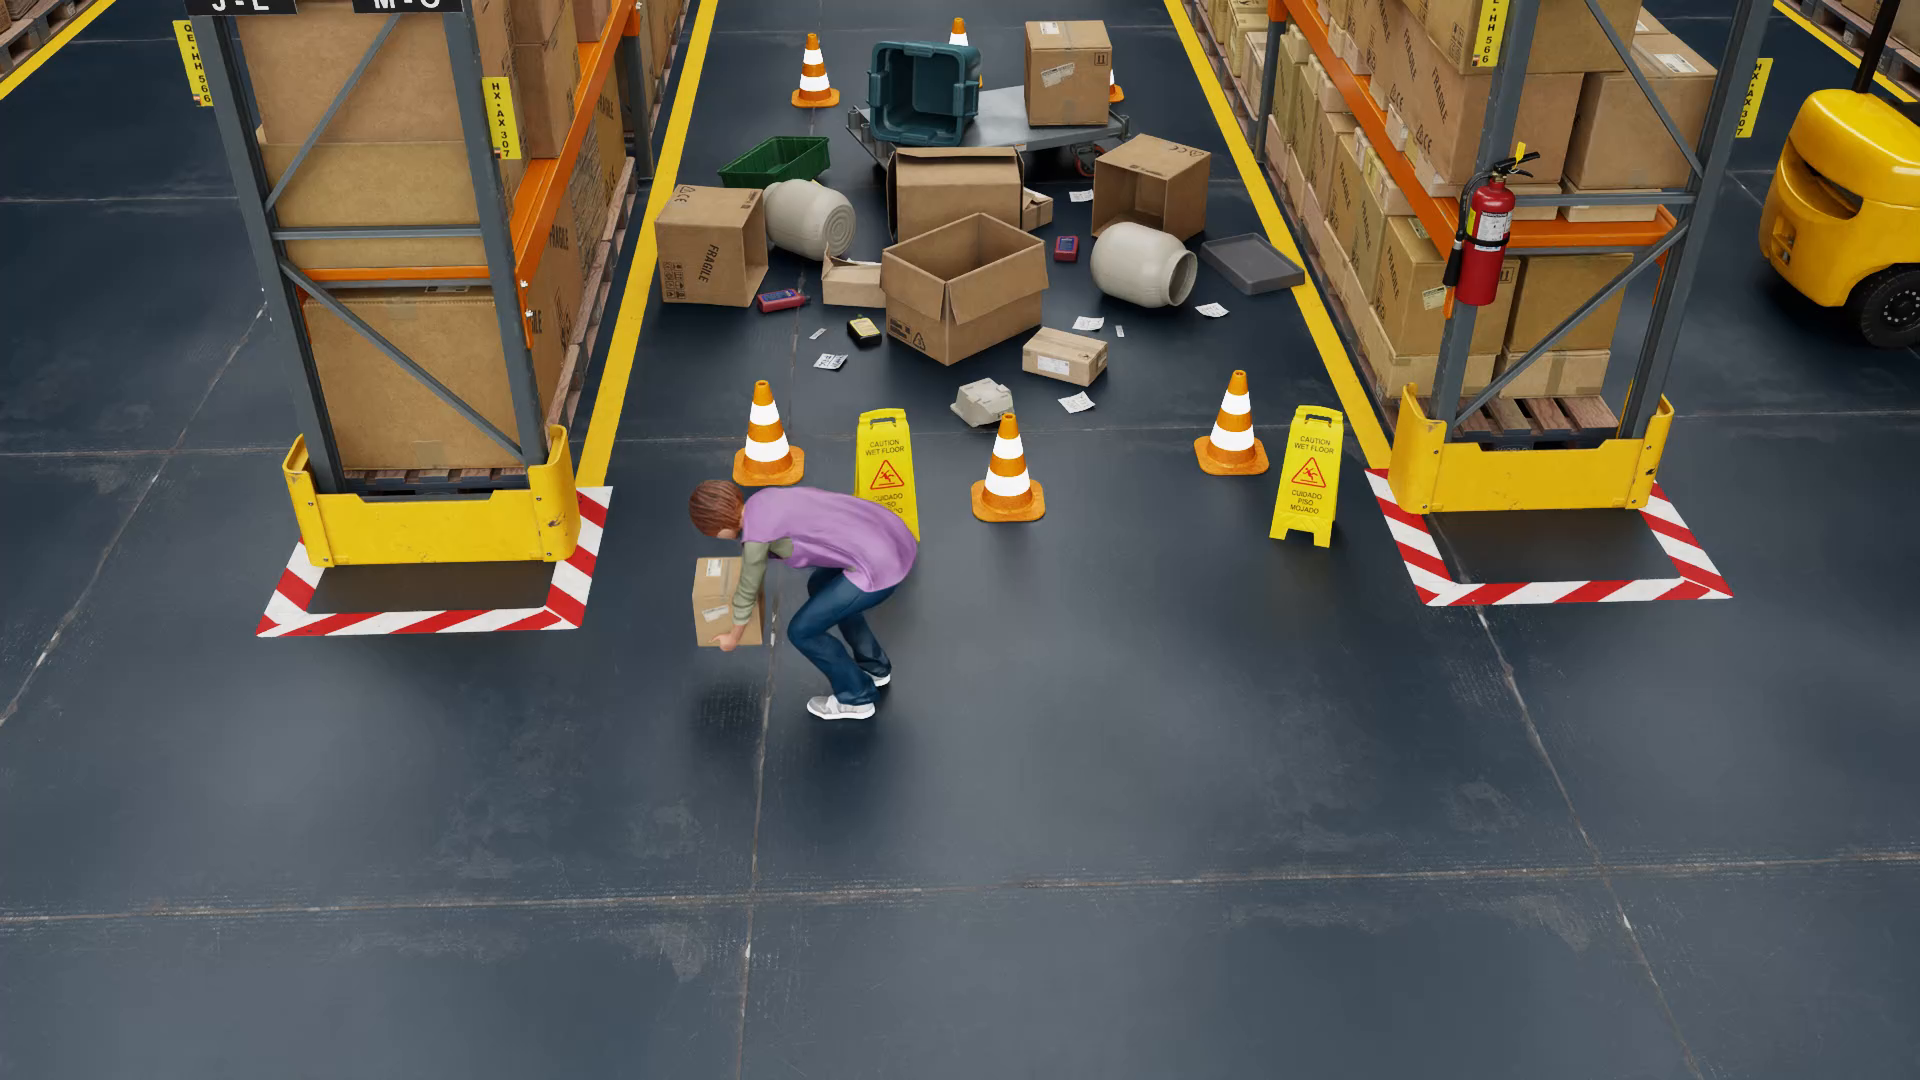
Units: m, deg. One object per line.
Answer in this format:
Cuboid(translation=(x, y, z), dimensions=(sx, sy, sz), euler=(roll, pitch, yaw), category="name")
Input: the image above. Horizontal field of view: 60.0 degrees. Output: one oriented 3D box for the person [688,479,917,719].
Cuboid(translation=(-0.592, 0.224, 6.409), dimensions=(0.863, 0.939, 0.423), euler=(7, 36, 9), category="person")
